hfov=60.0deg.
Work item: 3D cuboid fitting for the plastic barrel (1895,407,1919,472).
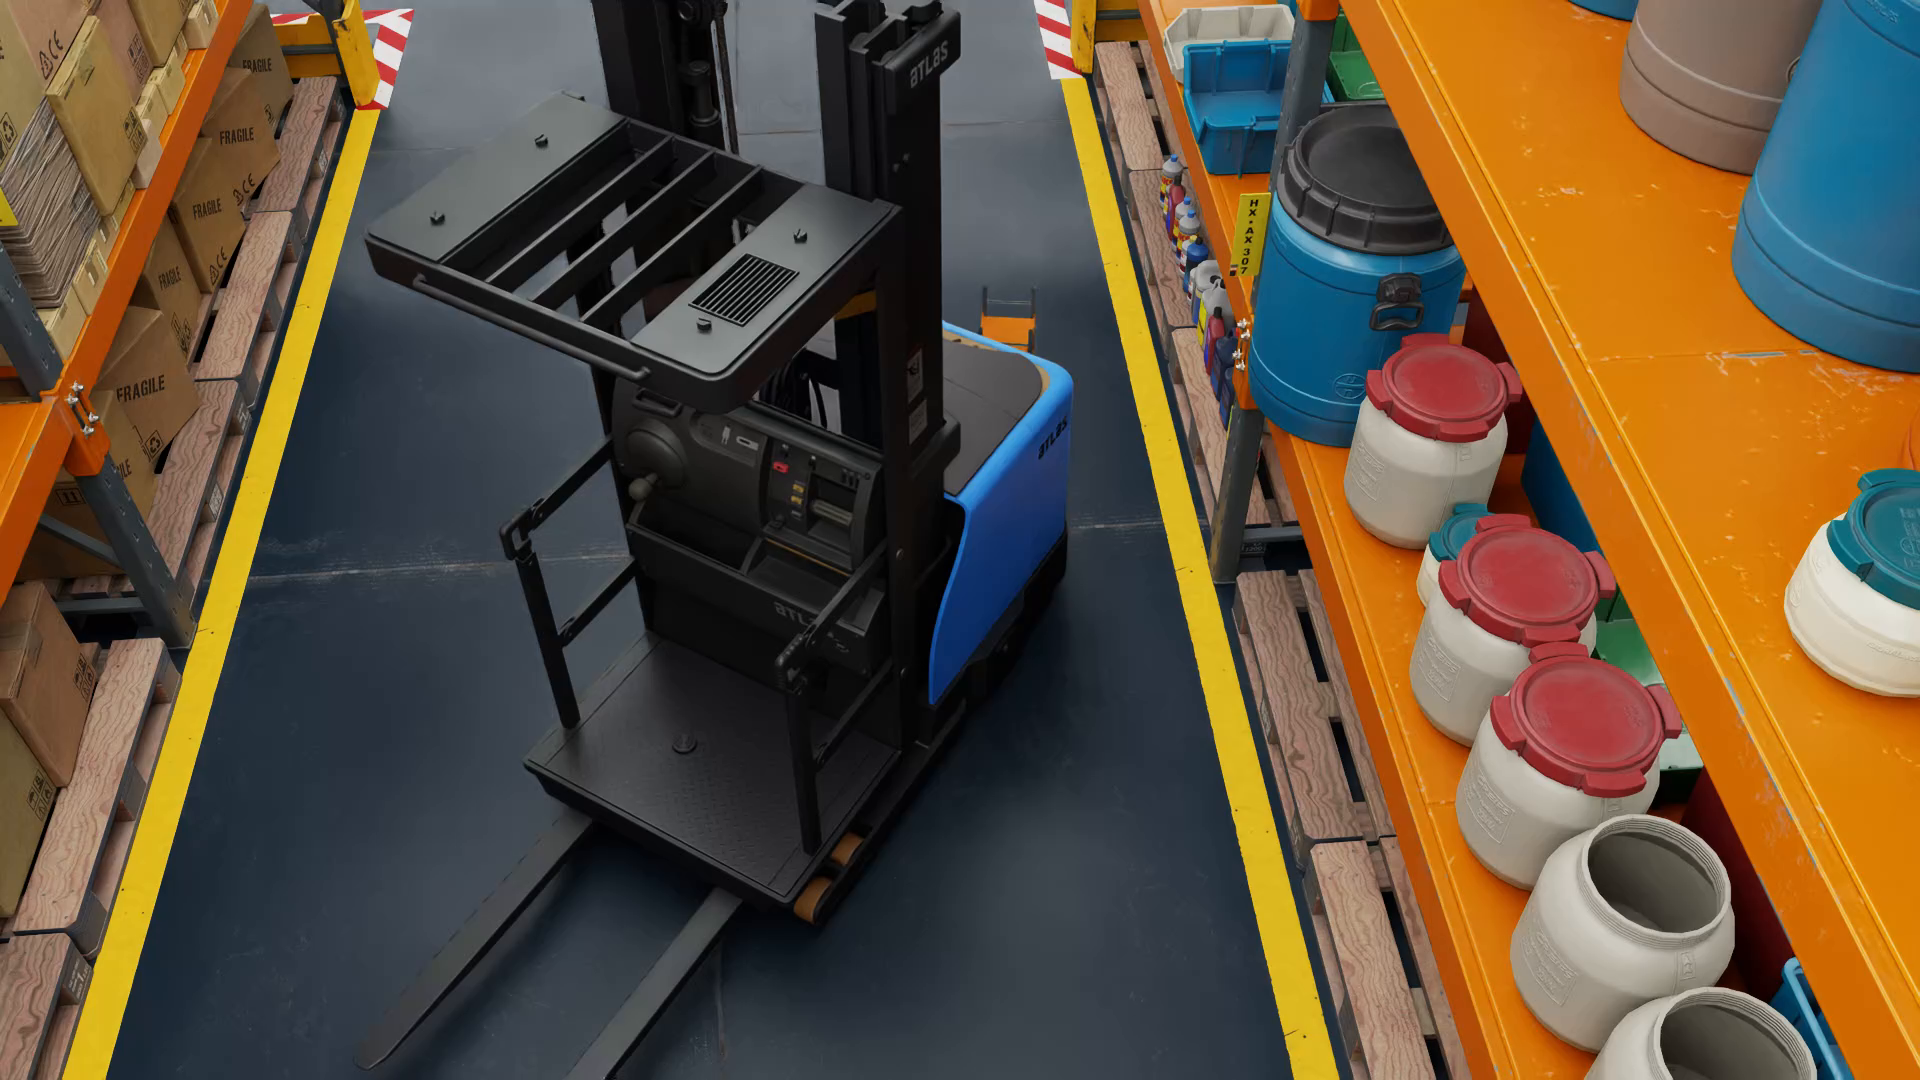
[{"bbox_3d":[1.923,-0.291,2.598,0.600,0.830,0.708,-3,47,-3],"label":"plastic barrel"}]

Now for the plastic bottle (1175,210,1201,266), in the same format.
[{"bbox_3d":[1.039,-1.381,7.568,0.097,0.271,0.097,0,47,0],"label":"plastic bottle"}]

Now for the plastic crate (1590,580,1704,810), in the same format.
[{"bbox_3d":[1.923,0.390,4.460,0.450,0.188,0.662,-3,47,-3],"label":"plastic crate"}]

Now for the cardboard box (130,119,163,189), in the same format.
[{"bbox_3d":[-3.225,-1.436,6.217,0.380,0.149,0.250,-3,47,-3],"label":"cardboard box"}]

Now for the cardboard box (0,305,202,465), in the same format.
[{"bbox_3d":[-3.489,-0.615,6.699,0.500,0.500,0.500,10,47,9],"label":"cardboard box"}]

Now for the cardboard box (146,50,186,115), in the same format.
[{"bbox_3d":[-3.297,-1.796,6.558,0.380,0.149,0.250,-3,47,-3],"label":"cardboard box"}]

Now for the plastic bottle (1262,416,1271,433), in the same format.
[{"bbox_3d":[1.298,-0.623,6.795,0.144,0.351,0.185,-3,47,-3],"label":"plastic bottle"}]

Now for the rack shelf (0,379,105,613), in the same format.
[{"bbox_3d":[-3.272,1.070,4.166,1.077,0.370,4.000,-3,47,-3],"label":"rack shelf"}]

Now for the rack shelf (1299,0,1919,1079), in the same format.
[{"bbox_3d":[1.663,-0.262,3.362,1.077,0.370,4.000,-3,47,-3],"label":"rack shelf"}]

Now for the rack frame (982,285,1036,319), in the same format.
[{"bbox_3d":[0.184,-0.583,6.579,0.200,1.050,0.008,3,47,3],"label":"rack frame"}]

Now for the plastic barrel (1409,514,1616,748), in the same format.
[{"bbox_3d":[1.419,0.264,4.340,0.433,0.535,0.433,0,47,0],"label":"plastic barrel"}]

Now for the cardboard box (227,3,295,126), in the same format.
[{"bbox_3d":[-3.739,-2.350,8.342,0.500,0.500,0.500,4,47,4],"label":"cardboard box"}]

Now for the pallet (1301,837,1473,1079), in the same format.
[{"bbox_3d":[1.705,1.484,5.199,1.003,0.211,1.213,-3,47,-3],"label":"pallet"}]

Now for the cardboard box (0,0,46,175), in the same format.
[{"bbox_3d":[-3.224,-1.446,5.091,0.500,0.500,0.500,-3,47,-3],"label":"cardboard box"}]

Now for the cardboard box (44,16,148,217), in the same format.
[{"bbox_3d":[-3.423,-1.454,5.788,0.875,0.500,0.500,-3,47,-3],"label":"cardboard box"}]

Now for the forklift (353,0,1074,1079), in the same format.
[{"bbox_3d":[-0.764,-0.122,4.847,1.130,2.935,3.031,23,51,20],"label":"forklift"}]

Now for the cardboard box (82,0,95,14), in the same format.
[{"bbox_3d":[-3.309,-2.169,5.776,0.500,0.500,0.500,-3,47,-3],"label":"cardboard box"}]

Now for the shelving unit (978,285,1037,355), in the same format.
[{"bbox_3d":[0.175,-0.494,6.495,0.215,1.050,0.252,3,47,3],"label":"shelving unit"}]

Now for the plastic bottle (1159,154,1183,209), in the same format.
[{"bbox_3d":[1.002,-1.702,7.872,0.097,0.271,0.097,0,47,0],"label":"plastic bottle"}]

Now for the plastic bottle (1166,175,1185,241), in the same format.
[{"bbox_3d":[1.003,-1.541,7.711,0.061,0.283,0.133,-3,47,-3],"label":"plastic bottle"}]

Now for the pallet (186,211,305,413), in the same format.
[{"bbox_3d":[-3.637,-1.034,7.584,1.003,0.211,1.213,-3,47,-3],"label":"pallet"}]

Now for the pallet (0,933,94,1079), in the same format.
[{"bbox_3d":[-3.268,1.782,4.916,1.003,0.211,1.213,-3,47,-3],"label":"pallet"}]

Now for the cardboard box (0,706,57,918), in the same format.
[{"bbox_3d":[-3.389,0.876,5.273,0.700,0.500,0.500,-4,47,-4],"label":"cardboard box"}]

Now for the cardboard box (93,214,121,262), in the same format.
[{"bbox_3d":[-3.215,-1.073,5.873,0.380,0.149,0.250,-3,47,-3],"label":"cardboard box"}]

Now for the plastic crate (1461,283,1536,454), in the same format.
[{"bbox_3d":[1.841,-0.616,5.223,0.402,0.464,0.583,-3,47,-3],"label":"plastic crate"}]

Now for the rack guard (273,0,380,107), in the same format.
[{"bbox_3d":[-3.768,-2.604,8.872,1.175,0.500,0.348,-3,47,-3],"label":"rack guard"}]

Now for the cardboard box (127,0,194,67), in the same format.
[{"bbox_3d":[-3.566,-2.174,6.469,0.875,0.500,0.500,-3,47,-3],"label":"cardboard box"}]

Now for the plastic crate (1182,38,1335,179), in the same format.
[{"bbox_3d":[1.133,-1.658,6.357,0.499,0.251,0.616,-3,47,-3],"label":"plastic crate"}]

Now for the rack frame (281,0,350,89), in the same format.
[{"bbox_3d":[-3.775,-3.518,8.016,1.000,3.000,0.127,-3,47,-3],"label":"rack frame"}]

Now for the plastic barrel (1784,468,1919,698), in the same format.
[{"bbox_3d":[1.492,0.079,2.639,0.301,0.262,0.301,0,47,0],"label":"plastic barrel"}]

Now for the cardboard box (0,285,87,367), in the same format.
[{"bbox_3d":[-3.158,-0.712,5.531,0.380,0.149,0.250,-3,47,-3],"label":"cardboard box"}]

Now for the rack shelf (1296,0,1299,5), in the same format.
[{"bbox_3d":[1.328,-3.156,6.103,1.077,0.370,4.000,-3,47,-3],"label":"rack shelf"}]

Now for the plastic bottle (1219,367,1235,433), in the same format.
[{"bbox_3d":[1.155,-0.614,6.787,0.144,0.351,0.185,-5,47,-4],"label":"plastic bottle"}]

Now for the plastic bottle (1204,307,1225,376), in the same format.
[{"bbox_3d":[1.083,-0.845,7.052,0.061,0.283,0.133,-1,47,-1],"label":"plastic bottle"}]

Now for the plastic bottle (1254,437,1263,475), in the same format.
[{"bbox_3d":[1.155,-0.358,6.647,0.097,0.201,0.097,0,47,0],"label":"plastic bottle"}]

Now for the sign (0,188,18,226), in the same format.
[{"bbox_3d":[-2.887,-1.059,4.889,0.100,0.325,0.005,-3,47,-3],"label":"sign"}]

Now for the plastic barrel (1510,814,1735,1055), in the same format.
[{"bbox_3d":[1.496,0.894,3.760,0.421,0.512,0.421,0,47,0],"label":"plastic barrel"}]

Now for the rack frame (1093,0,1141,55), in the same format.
[{"bbox_3d":[1.161,-3.819,8.301,1.000,3.000,0.127,-3,47,-3],"label":"rack frame"}]

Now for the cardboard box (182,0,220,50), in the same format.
[{"bbox_3d":[-3.315,-2.159,6.902,0.380,0.149,0.250,-3,47,-3],"label":"cardboard box"}]

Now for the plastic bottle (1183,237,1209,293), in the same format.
[{"bbox_3d":[1.056,-1.235,7.430,0.097,0.271,0.097,0,47,0],"label":"plastic bottle"}]

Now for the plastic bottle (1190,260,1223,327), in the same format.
[{"bbox_3d":[1.102,-1.079,7.279,0.152,0.276,0.135,-3,47,-3],"label":"plastic bottle"}]

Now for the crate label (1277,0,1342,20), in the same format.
[{"bbox_3d":[1.584,-2.516,7.043,0.502,0.435,0.616,-3,47,-3],"label":"crate label"}]

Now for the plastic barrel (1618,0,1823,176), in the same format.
[{"bbox_3d":[1.809,-1.301,3.505,0.600,0.901,0.600,0,47,0],"label":"plastic barrel"}]

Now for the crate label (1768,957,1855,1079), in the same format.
[{"bbox_3d":[2.017,1.221,3.503,0.502,0.435,0.616,-3,47,-3],"label":"crate label"}]

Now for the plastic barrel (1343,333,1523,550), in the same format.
[{"bbox_3d":[1.357,-0.267,4.843,0.433,0.535,0.433,0,47,0],"label":"plastic barrel"}]

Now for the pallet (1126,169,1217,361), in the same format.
[{"bbox_3d":[1.376,-1.340,7.873,1.003,0.211,1.213,-3,47,-3],"label":"pallet"}]

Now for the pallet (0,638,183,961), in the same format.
[{"bbox_3d":[-3.373,0.898,5.754,1.003,0.211,1.213,-3,47,-3],"label":"pallet"}]

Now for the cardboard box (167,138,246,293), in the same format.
[{"bbox_3d":[-3.621,-1.466,7.505,0.500,0.500,0.500,0,47,0],"label":"cardboard box"}]
